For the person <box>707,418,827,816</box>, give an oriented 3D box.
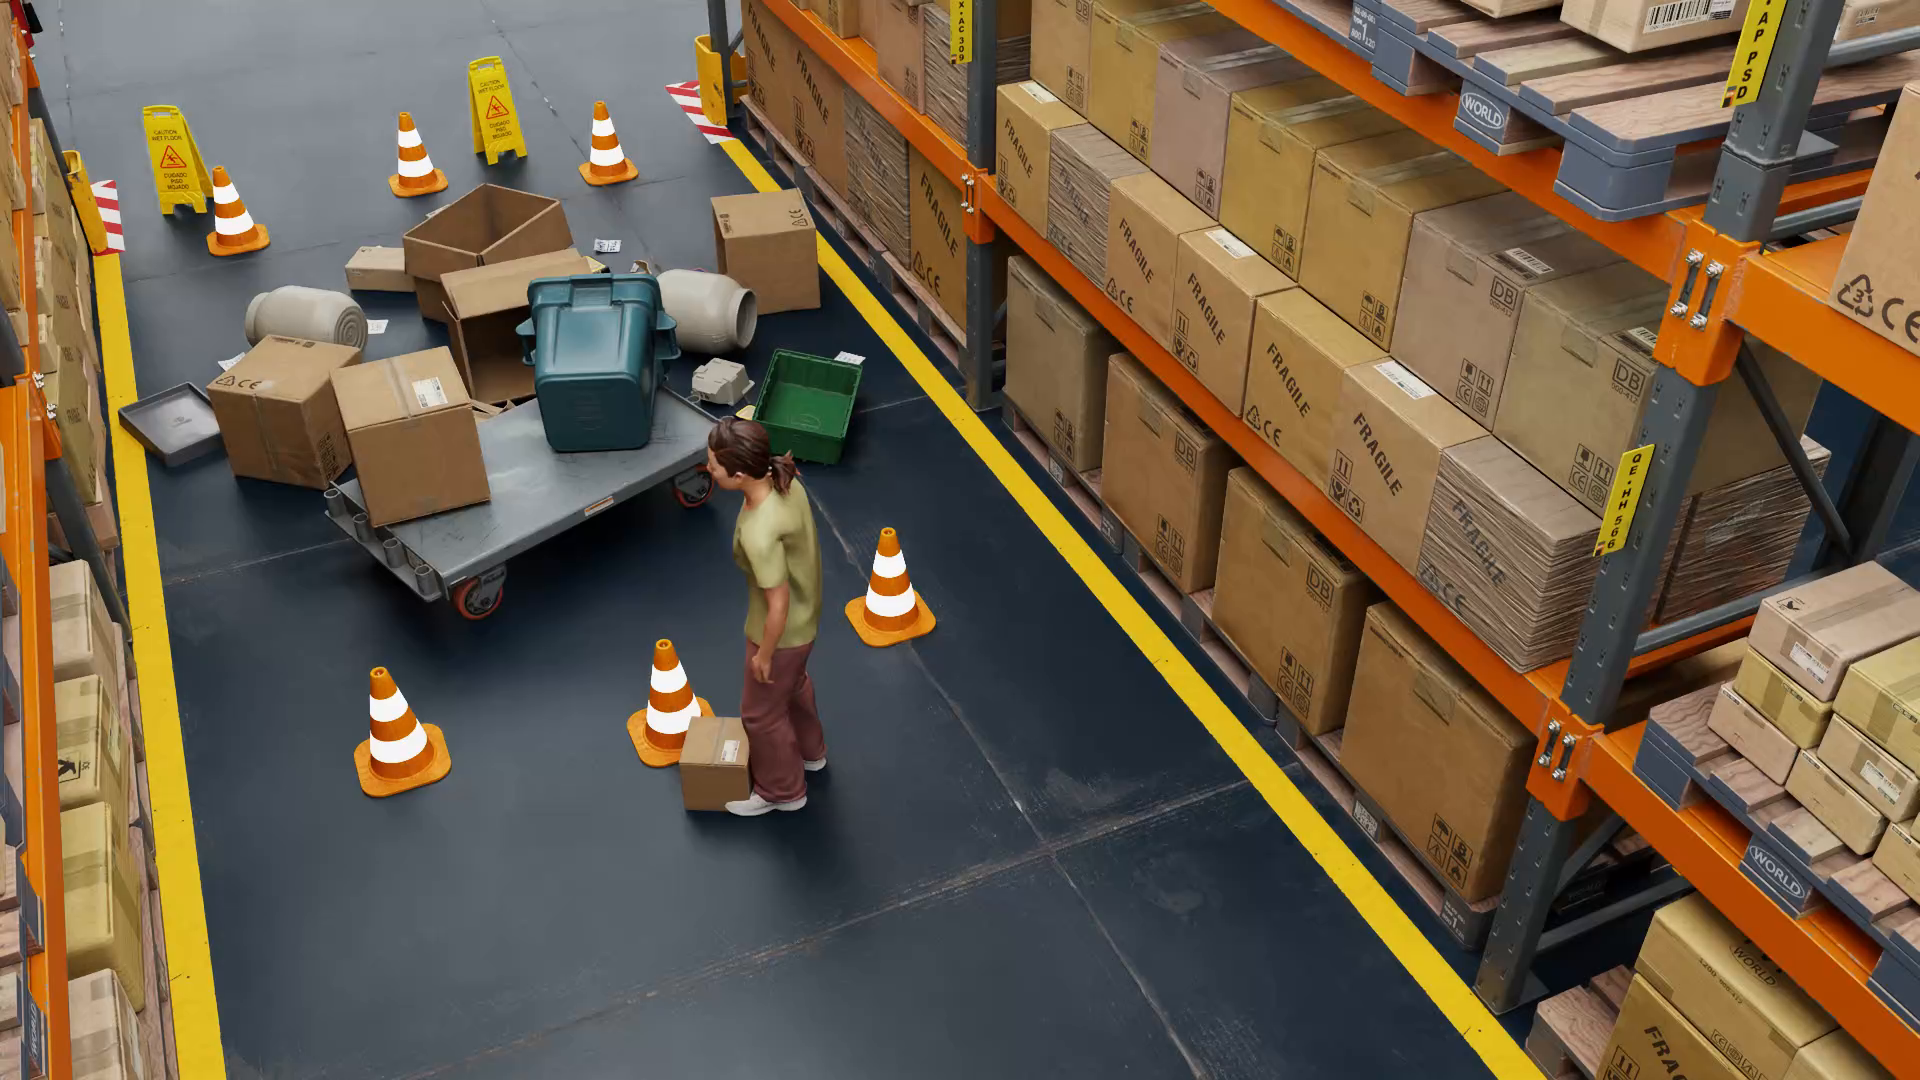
[{"bbox_3d":[-0.673,0.283,5.781,0.404,1.673,0.500,2,37,3],"label":"person"}]
